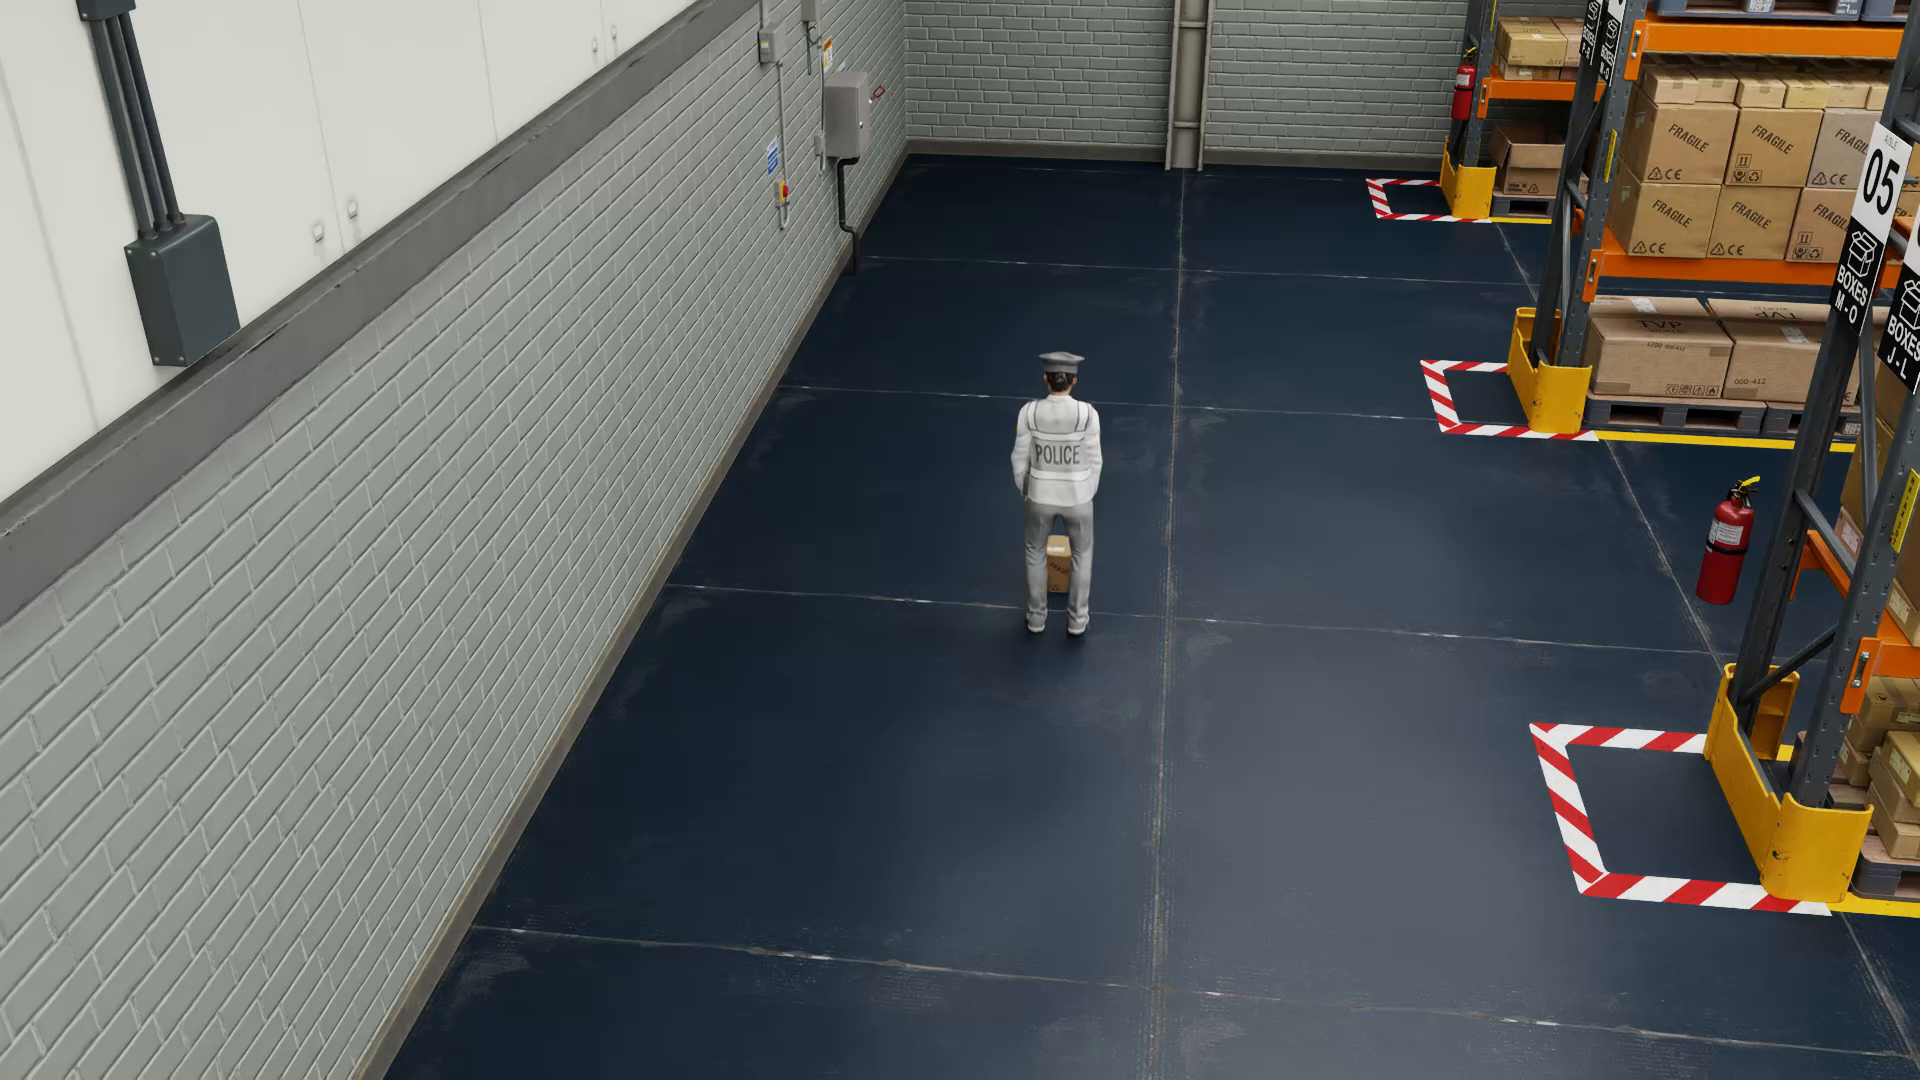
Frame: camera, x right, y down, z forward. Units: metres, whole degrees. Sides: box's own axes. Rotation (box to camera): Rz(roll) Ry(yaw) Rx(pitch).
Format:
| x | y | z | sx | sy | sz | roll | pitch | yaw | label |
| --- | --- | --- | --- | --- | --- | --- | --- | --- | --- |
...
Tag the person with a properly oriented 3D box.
| x | y | z | sx | sy | sz | roll | pitch | yaw | label |
| --- | --- | --- | --- | --- | --- | --- | --- | --- | --- |
| 0.525 | -0.236 | 9.122 | 0.504 | 1.616 | 0.465 | 4 | 29 | 8 | person |
